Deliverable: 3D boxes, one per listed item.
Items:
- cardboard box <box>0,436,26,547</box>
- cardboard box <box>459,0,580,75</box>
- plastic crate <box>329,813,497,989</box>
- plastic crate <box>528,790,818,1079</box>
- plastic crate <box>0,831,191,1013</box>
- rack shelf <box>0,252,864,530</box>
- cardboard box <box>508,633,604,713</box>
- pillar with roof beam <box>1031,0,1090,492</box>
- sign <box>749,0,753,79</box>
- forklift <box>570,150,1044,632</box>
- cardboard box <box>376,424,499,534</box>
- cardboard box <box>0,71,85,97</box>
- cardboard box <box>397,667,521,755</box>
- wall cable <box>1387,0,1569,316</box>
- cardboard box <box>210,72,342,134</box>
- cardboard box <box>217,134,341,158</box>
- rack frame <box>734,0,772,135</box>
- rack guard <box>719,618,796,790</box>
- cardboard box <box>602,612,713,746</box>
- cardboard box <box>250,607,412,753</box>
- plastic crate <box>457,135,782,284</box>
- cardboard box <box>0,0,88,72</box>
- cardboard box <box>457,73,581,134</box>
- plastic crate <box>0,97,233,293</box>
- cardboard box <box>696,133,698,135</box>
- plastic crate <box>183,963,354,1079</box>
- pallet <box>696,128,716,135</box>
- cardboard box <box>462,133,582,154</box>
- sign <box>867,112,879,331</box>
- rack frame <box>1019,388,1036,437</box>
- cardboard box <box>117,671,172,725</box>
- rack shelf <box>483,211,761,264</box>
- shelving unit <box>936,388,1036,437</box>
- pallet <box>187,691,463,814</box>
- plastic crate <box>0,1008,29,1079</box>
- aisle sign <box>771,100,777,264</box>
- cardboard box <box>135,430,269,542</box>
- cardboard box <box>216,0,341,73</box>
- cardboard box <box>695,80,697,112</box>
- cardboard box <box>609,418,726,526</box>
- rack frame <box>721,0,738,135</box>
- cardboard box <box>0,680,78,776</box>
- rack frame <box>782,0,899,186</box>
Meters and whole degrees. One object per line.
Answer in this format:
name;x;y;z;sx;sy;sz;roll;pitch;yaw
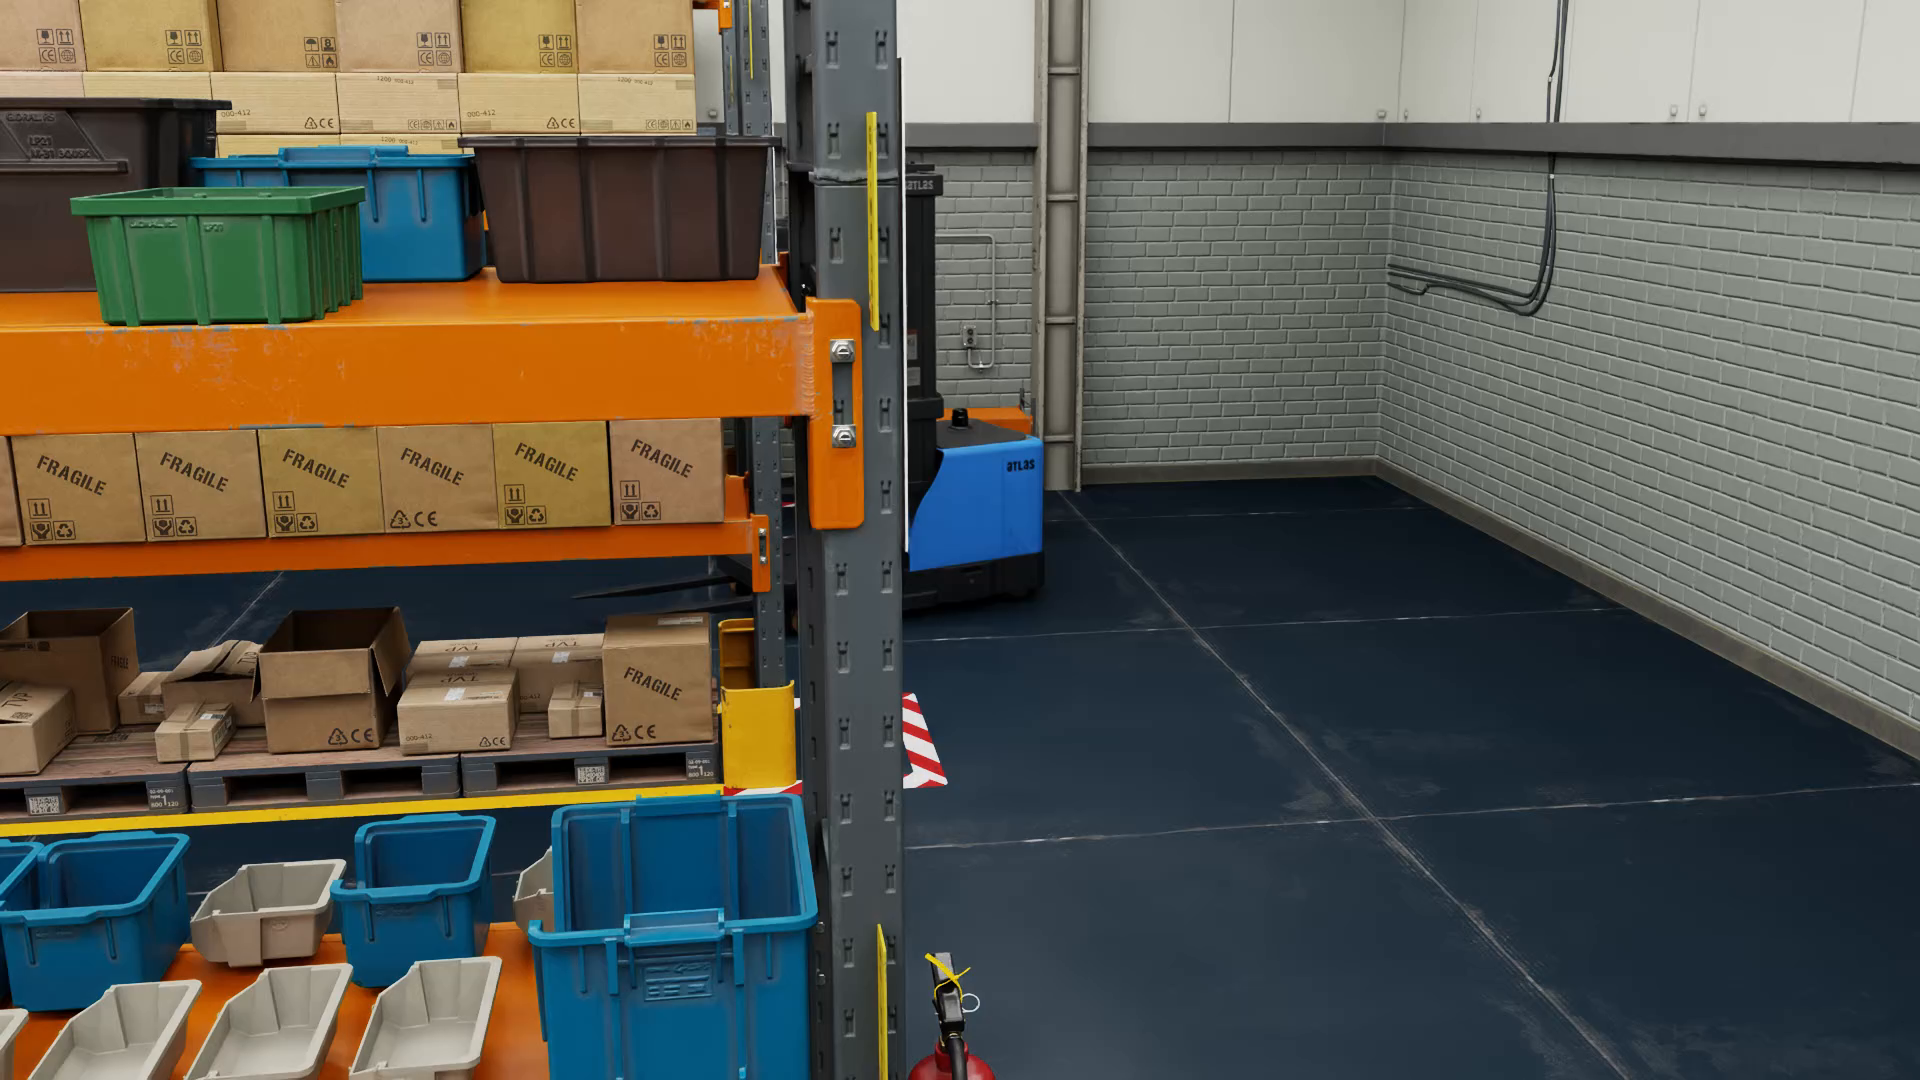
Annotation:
cardboard box;-4.377;-0.264;7.404;0.500;0.500;0.500;-2;14;-7
cardboard box;-1.979;-2.376;7.602;0.500;0.500;0.700;-2;14;-8
plastic crate;-1.176;0.790;3.628;0.300;0.233;0.416;-2;14;-8
plastic crate;-0.535;0.795;3.191;0.499;0.435;0.616;-2;14;-8
plastic crate;-1.827;0.813;3.533;0.300;0.233;0.416;-2;14;-8
rack shelf;-2.210;-0.250;2.864;4.000;0.370;1.077;-2;14;-8
cardboard box;-2.041;0.682;8.584;0.500;0.250;0.500;-2;14;-8
pillar with roof beam;1.474;-3.780;9.293;0.400;9.000;9.100;-2;14;-8
sign;-0.903;-2.158;7.174;0.005;0.325;0.100;-2;14;-8
forklift;-0.967;-0.971;10.567;3.031;2.935;1.130;-8;16;-29
cardboard box;-2.375;-0.338;7.698;0.500;0.500;0.500;-2;14;-8
cardboard box;-3.910;-1.864;7.102;0.500;0.250;0.500;-2;14;-8
cardboard box;-2.411;0.819;8.039;0.500;0.250;0.500;-2;14;-8
wall cable;3.938;-3.122;13.055;0.112;2.526;3.097;-2;14;-8
cardboard box;-2.919;-1.897;7.236;0.500;0.250;0.500;-2;14;-8
cardboard box;-2.920;-1.657;7.305;0.500;0.250;0.500;-2;14;-8
rack frame;-0.966;-3.318;7.452;0.127;3.000;1.000;-2;14;-8
rack guard;-1.041;0.807;8.475;0.348;0.500;1.175;-2;14;-8
cardboard box;-1.467;0.670;8.117;0.500;0.500;0.500;-2;14;-8
cardboard box;-3.065;0.665;8.130;0.637;0.503;0.797;-2;14;-8
plastic crate;-0.654;-0.661;3.293;0.590;0.269;0.497;-2;14;-8
cardboard box;-3.931;-2.262;7.148;0.500;0.500;0.700;-2;14;-8
cardboard box;-1.931;-1.934;7.383;0.500;0.250;0.500;-2;14;-8
plastic crate;-1.784;-0.652;3.116;0.767;0.338;0.504;-2;14;-8
cardboard box;-1.512;-1.833;8.005;0.500;0.250;0.500;-2;14;-8
plastic crate;-1.300;0.963;3.135;0.243;0.136;0.396;-2;14;-8
pallet;-2.440;-2.982;12.461;1.213;0.211;1.003;-2;14;-8
cardboard box;-1.931;-1.692;7.446;0.500;0.250;0.500;-2;14;-8
sign;-0.134;-0.489;2.553;0.005;0.325;0.100;-2;14;-8
rack frame;0.509;-0.564;12.659;0.032;1.125;0.500;-2;14;-8
cardboard box;-4.039;0.790;8.363;0.250;0.149;0.380;-2;14;-8
rack shelf;-2.944;-1.441;7.615;4.000;0.370;1.077;-2;14;-8
shelving unit;0.007;-0.546;12.586;1.048;1.125;0.538;-2;14;-8
pallet;-3.033;1.020;8.221;1.213;0.211;1.003;-2;14;-8
plastic crate;-1.862;0.994;3.011;0.250;0.136;0.298;-2;14;-8
aisle sign;-0.853;-1.598;7.581;0.004;0.787;0.394;-2;14;-8
cardboard box;-3.376;-0.301;7.551;0.500;0.500;0.500;-2;14;-9
cardboard box;-2.966;-2.336;7.444;0.500;0.500;0.700;-2;14;-8
cardboard box;-1.513;-2.076;7.950;0.500;0.250;0.500;-2;14;-8
cardboard box;-1.369;-0.375;7.844;0.500;0.500;0.500;-2;14;-7
rack frame;-1.708;-4.509;12.203;0.127;3.000;1.000;-2;14;-8
cardboard box;-4.474;0.865;7.730;0.500;0.311;0.500;-2;14;-8
rack frame;-0.232;-2.126;2.700;0.127;3.000;1.000;-2;14;-8
